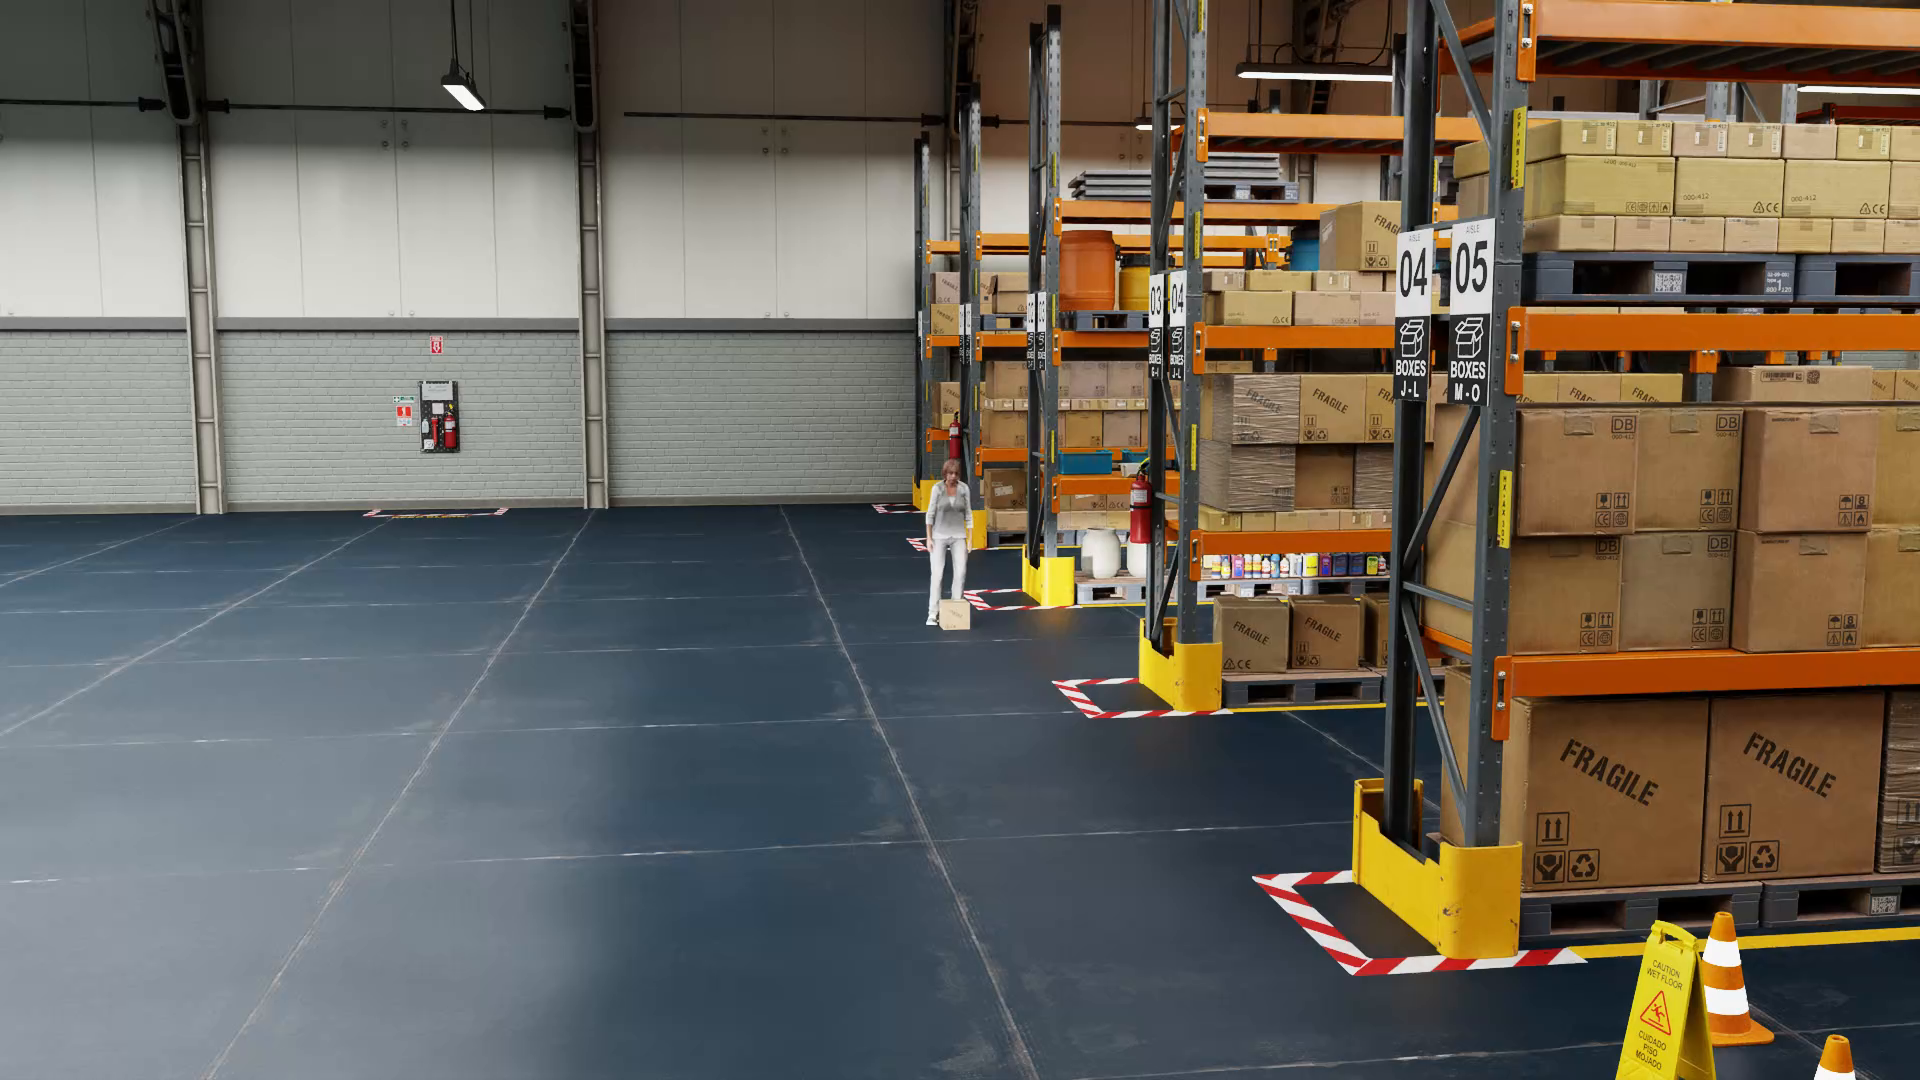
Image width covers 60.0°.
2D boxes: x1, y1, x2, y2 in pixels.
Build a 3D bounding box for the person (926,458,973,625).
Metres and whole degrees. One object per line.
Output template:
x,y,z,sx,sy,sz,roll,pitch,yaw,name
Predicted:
-0.098,0.019,15.920,0.466,1.581,0.366,-1,7,-9,person
